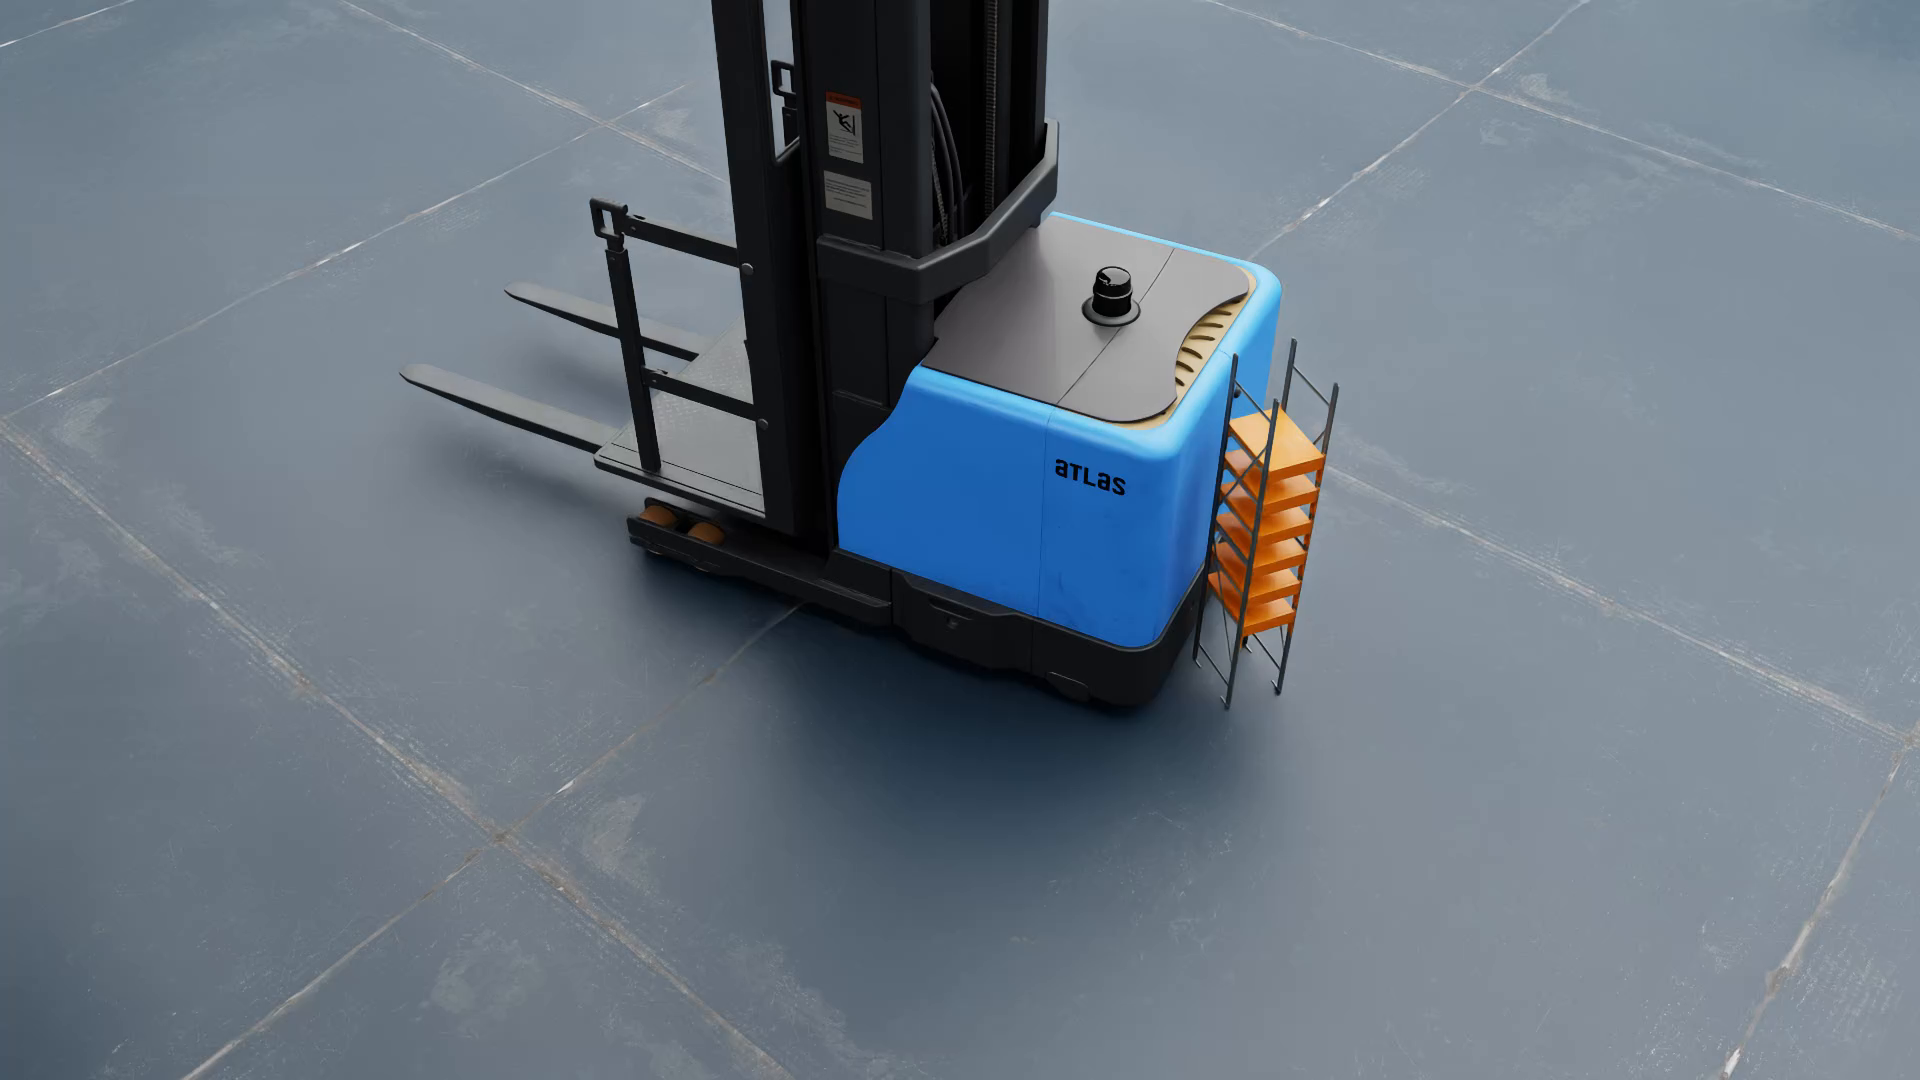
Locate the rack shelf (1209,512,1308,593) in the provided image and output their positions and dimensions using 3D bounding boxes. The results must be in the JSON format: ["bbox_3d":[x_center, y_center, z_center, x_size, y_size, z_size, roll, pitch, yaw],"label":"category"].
[{"bbox_3d":[0.877,0.017,4.906,0.180,0.103,0.258,-15,44,-16],"label":"rack shelf"}]

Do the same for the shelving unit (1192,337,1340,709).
[{"bbox_3d":[0.877,-0.016,4.876,0.189,1.200,0.258,-15,44,-16],"label":"shelving unit"}]

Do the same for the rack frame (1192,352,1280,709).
[{"bbox_3d":[0.792,0.007,4.851,0.006,1.200,0.240,-15,44,-16],"label":"rack frame"}]

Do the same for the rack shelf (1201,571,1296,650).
[{"bbox_3d":[0.877,0.194,5.067,0.180,0.103,0.258,-15,44,-16],"label":"rack shelf"}]

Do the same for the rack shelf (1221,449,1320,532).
[{"bbox_3d":[0.877,-0.161,4.744,0.180,0.103,0.258,-15,44,-16],"label":"rack shelf"}]

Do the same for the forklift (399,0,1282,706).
[{"bbox_3d":[-0.556,-1.274,4.972,3.031,2.935,1.130,19,46,19],"label":"forklift"}]

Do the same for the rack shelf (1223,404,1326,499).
[{"bbox_3d":[0.877,-0.250,4.664,0.180,0.103,0.258,-15,44,-16],"label":"rack shelf"}]

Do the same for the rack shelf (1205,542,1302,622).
[{"bbox_3d":[0.877,0.105,4.987,0.180,0.103,0.258,-15,44,-16],"label":"rack shelf"}]

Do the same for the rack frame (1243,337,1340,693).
[{"bbox_3d":[0.962,-0.039,4.901,0.006,1.200,0.240,-15,44,-16],"label":"rack frame"}]

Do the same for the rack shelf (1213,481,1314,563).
[{"bbox_3d":[0.877,-0.072,4.825,0.180,0.103,0.258,-15,44,-16],"label":"rack shelf"}]
